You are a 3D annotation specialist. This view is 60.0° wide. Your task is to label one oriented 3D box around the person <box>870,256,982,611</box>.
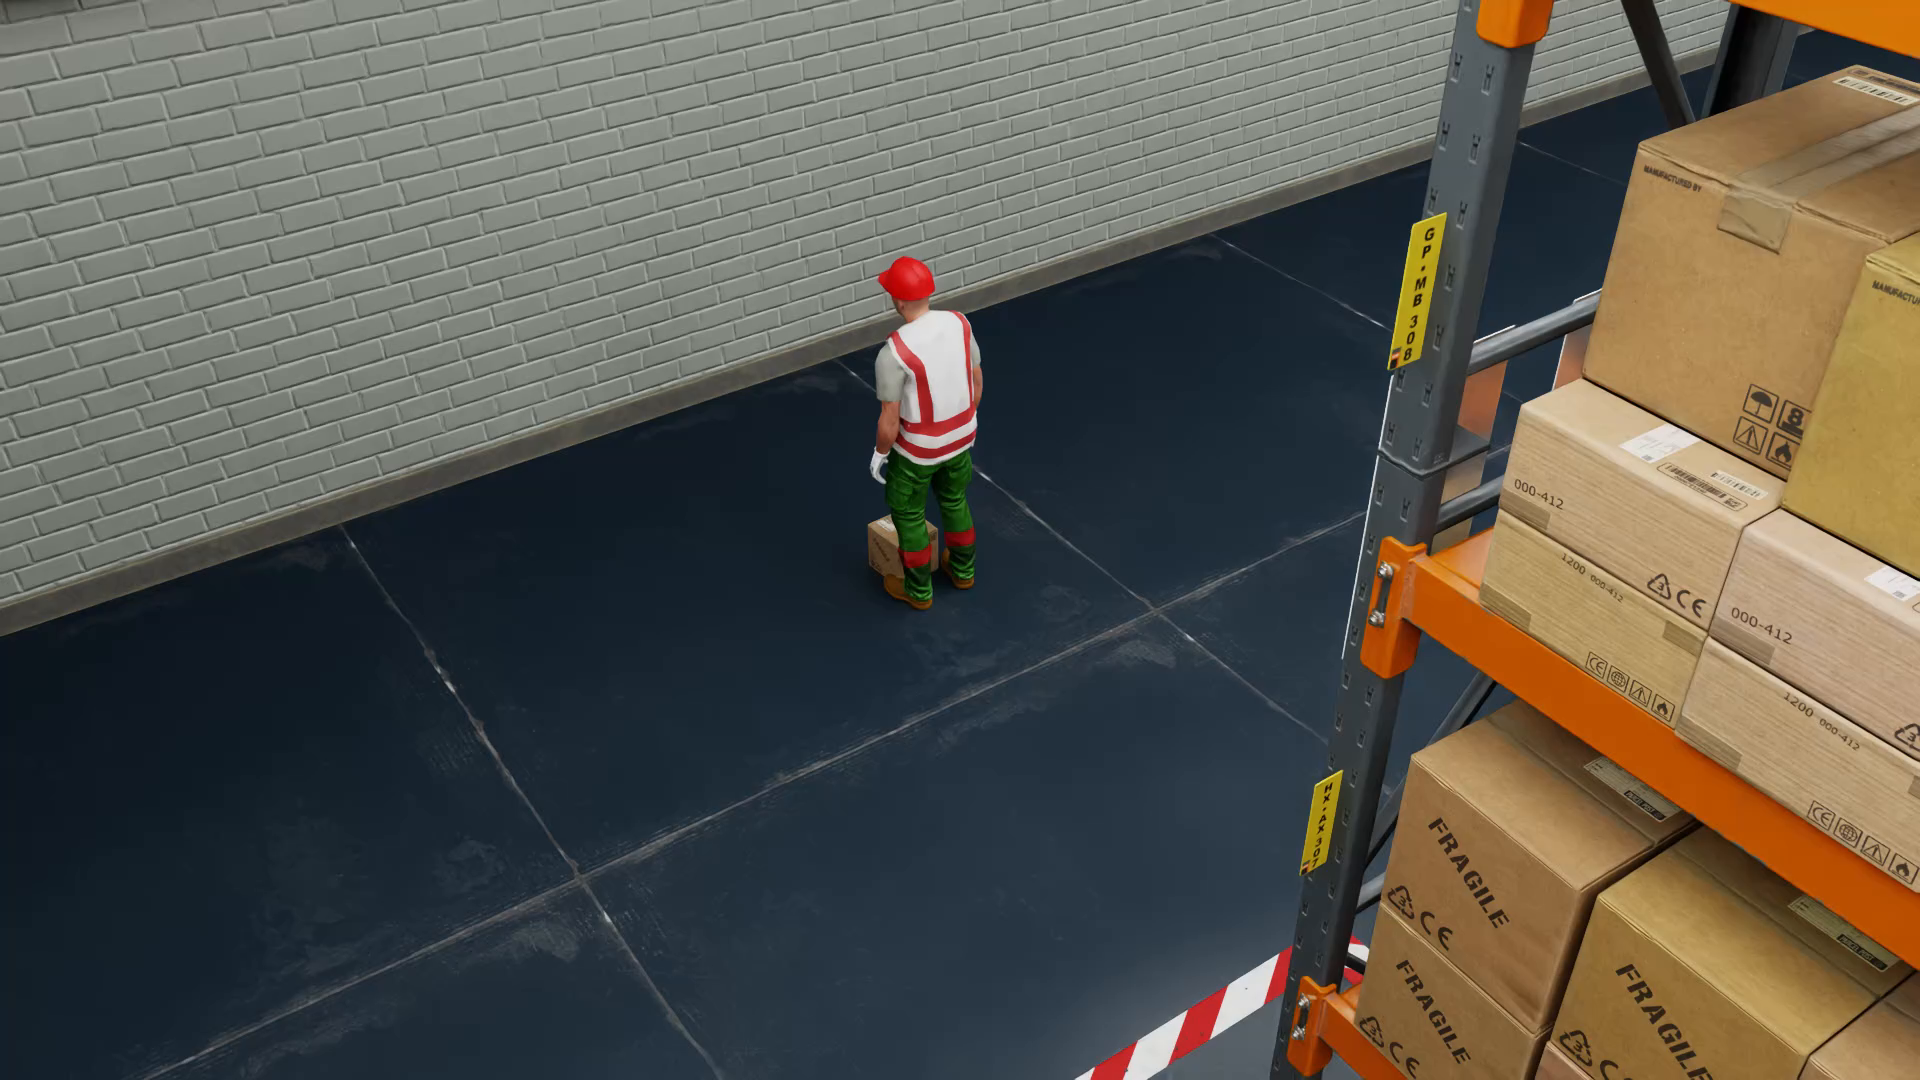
[{"bbox_3d":[-0.160,-0.470,7.638,0.612,1.778,0.451,-25,43,-30],"label":"person"}]
